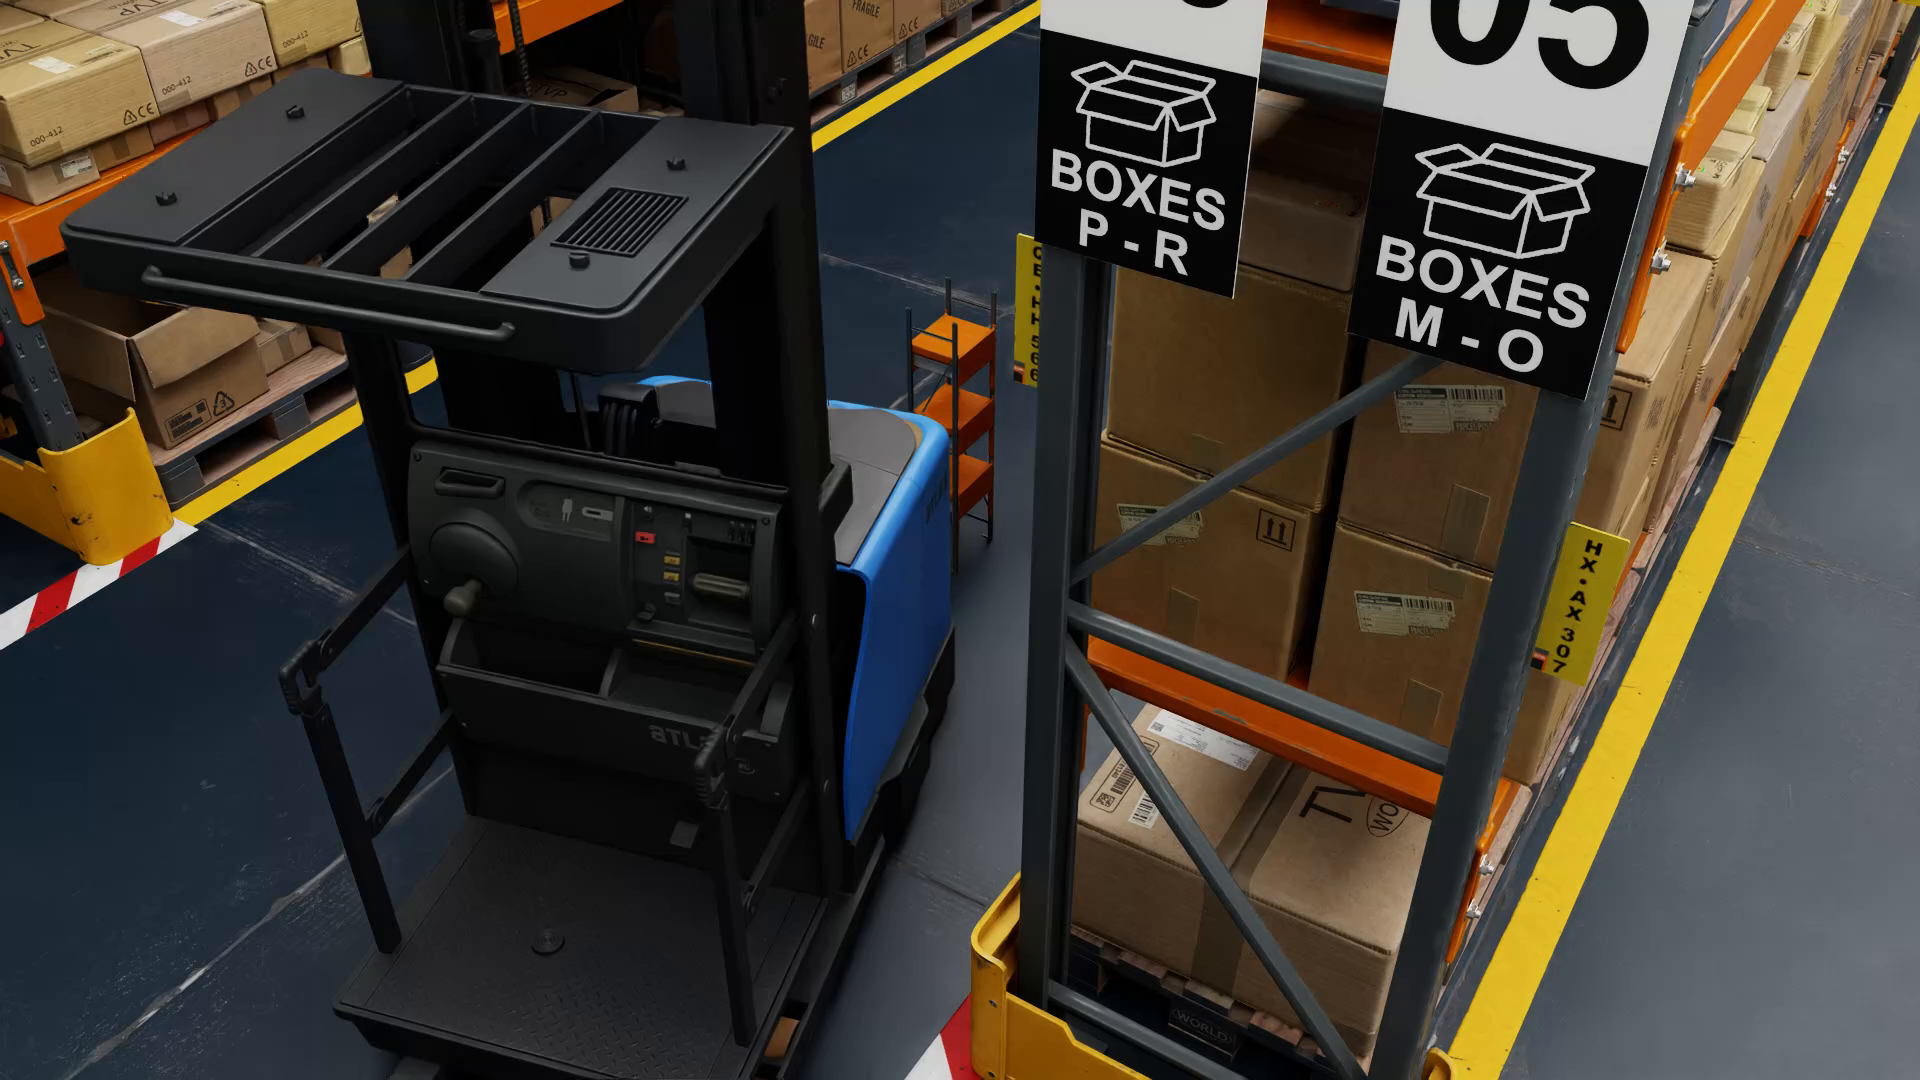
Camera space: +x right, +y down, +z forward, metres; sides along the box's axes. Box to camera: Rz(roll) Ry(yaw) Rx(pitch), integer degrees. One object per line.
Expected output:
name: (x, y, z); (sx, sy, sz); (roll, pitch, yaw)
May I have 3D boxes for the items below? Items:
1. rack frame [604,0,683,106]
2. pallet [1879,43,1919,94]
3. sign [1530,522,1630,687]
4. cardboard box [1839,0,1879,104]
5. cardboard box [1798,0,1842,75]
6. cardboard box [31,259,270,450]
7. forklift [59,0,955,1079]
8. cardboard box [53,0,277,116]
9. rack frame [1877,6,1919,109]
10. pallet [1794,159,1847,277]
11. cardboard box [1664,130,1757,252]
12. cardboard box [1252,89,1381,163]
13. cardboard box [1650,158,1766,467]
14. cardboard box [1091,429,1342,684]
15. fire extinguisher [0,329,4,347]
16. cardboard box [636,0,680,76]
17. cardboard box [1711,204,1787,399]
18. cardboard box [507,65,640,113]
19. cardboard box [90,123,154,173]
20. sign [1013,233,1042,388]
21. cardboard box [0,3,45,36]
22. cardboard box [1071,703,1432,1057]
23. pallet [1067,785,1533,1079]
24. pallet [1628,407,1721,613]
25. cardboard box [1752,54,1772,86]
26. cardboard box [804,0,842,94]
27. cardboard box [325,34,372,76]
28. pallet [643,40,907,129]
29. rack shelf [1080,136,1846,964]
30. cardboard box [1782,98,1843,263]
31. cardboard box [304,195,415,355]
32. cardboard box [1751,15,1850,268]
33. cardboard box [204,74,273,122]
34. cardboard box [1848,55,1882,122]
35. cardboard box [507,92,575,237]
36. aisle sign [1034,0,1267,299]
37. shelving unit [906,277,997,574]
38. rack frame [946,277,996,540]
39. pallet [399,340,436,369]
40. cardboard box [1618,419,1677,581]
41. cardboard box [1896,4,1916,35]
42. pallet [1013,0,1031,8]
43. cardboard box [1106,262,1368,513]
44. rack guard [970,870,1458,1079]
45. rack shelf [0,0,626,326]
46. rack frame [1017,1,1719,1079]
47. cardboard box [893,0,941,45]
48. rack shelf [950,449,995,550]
rack frame: (-1.449, -3.380, 8.177); (1.000, 3.000, 0.127); (21, 42, 25)
pallet: (5.307, -3.118, 10.122); (1.003, 0.211, 1.213); (21, 42, 25)
sign: (1.067, 0.115, 2.870); (0.100, 0.325, 0.005); (21, 42, 25)
cardboard box: (2.446, -1.601, 4.969); (0.500, 0.500, 0.500); (21, 42, 24)
cardboard box: (1.892, -1.266, 4.004); (0.380, 0.149, 0.250); (20, 42, 24)
cardboard box: (-3.184, -0.779, 6.505); (0.797, 0.503, 0.637); (19, 42, 23)
forklift: (-0.923, 0.103, 3.716); (1.130, 2.935, 3.031); (10, 39, 13)
cardboard box: (-2.851, -1.782, 5.983); (0.500, 0.250, 0.500); (22, 43, 26)
rack frame: (4.887, -3.820, 8.748); (1.000, 3.000, 0.127); (21, 42, 25)
pallet: (3.747, -1.707, 8.292); (1.003, 0.211, 1.213); (21, 42, 25)
cardboard box: (1.342, -0.736, 3.315); (0.380, 0.149, 0.250); (23, 43, 26)
cardboard box: (0.740, -0.777, 3.370); (0.380, 0.149, 0.250); (22, 43, 26)
cardboard box: (1.370, -0.554, 3.611); (0.500, 0.500, 0.500); (20, 42, 24)
cardboard box: (0.636, -0.071, 3.803); (0.500, 0.500, 0.500); (21, 42, 25)
fire extinguisher: (-3.280, -0.912, 5.345); (0.296, 0.674, 0.183); (21, 42, 25)
cardboard box: (-1.436, -2.906, 9.266); (0.500, 0.500, 0.500); (21, 42, 25)
cardboard box: (1.890, -0.679, 4.592); (0.500, 0.500, 0.500); (23, 43, 27)
cardboard box: (-2.002, -2.218, 8.528); (0.500, 0.311, 0.500); (23, 43, 27)
cardboard box: (-3.087, -1.444, 5.872); (0.380, 0.149, 0.250); (22, 43, 26)
sign: (0.151, -0.433, 3.212); (0.100, 0.325, 0.005); (21, 42, 25)
cardboard box: (-3.570, -1.700, 5.877); (0.500, 0.250, 0.500); (22, 43, 26)
cardboard box: (0.870, 0.780, 4.536); (0.875, 0.438, 0.875); (20, 42, 24)
pallet: (0.964, 0.971, 4.818); (1.003, 0.211, 1.213); (21, 42, 25)
pallet: (2.271, -0.287, 6.449); (1.003, 0.211, 1.213); (21, 42, 25)
cardboard box: (1.564, -1.030, 3.697); (0.380, 0.149, 0.250); (22, 43, 26)
cardboard box: (-1.000, -2.732, 9.040); (0.500, 0.500, 0.500); (23, 43, 27)
cardboard box: (-2.452, -1.946, 6.523); (0.380, 0.149, 0.250); (20, 42, 24)
pallet: (-1.045, -2.707, 9.588); (1.003, 0.211, 1.213); (21, 42, 25)
rack shelf: (1.673, -0.442, 4.956); (1.077, 0.370, 4.000); (21, 42, 25)
cardboard box: (2.441, -1.208, 5.278); (0.500, 0.500, 0.500); (20, 42, 24)
cardboard box: (-2.693, -1.206, 7.061); (0.700, 0.500, 0.500); (23, 43, 27)
cardboard box: (1.906, -1.080, 4.293); (0.500, 0.500, 0.500); (21, 42, 25)
cardboard box: (-2.788, -1.701, 6.205); (0.380, 0.149, 0.250); (23, 43, 26)
cardboard box: (3.203, -1.839, 6.301); (0.500, 0.250, 0.500); (20, 42, 24)
cardboard box: (-2.137, -1.741, 7.755); (0.700, 0.500, 0.500); (20, 42, 23)
aisle sign: (0.301, -0.790, 2.688); (0.394, 0.787, 0.004); (21, 42, 25)
shelving unit: (-0.029, -0.388, 5.894); (0.215, 1.050, 0.252); (21, 42, 25)
rack frame: (0.037, -0.451, 5.975); (0.200, 1.050, 0.008); (21, 42, 25)
pallet: (-2.470, -1.290, 7.750); (1.003, 0.211, 1.213); (21, 42, 25)
cardboard box: (1.348, -0.159, 3.917); (0.500, 0.500, 0.500); (21, 42, 25)
cardboard box: (3.767, -2.365, 6.984); (0.500, 0.250, 0.500); (21, 42, 25)
pallet: (0.262, -3.965, 11.220); (1.003, 0.211, 1.213); (21, 42, 25)
cardboard box: (0.659, -0.458, 3.486); (0.500, 0.500, 0.500); (23, 43, 27)
rack guard: (0.588, 1.307, 4.146); (1.175, 0.500, 0.348); (21, 42, 25)
rack shelf: (-2.520, -2.064, 7.059); (1.077, 0.370, 4.000); (21, 42, 25)
rack frame: (0.601, 0.304, 3.398); (1.000, 3.000, 0.127); (21, 42, 25)
cardboard box: (-0.452, -3.265, 9.732); (0.500, 0.500, 0.500); (20, 42, 24)
rack shelf: (-0.029, -0.160, 6.070); (0.215, 0.259, 0.240); (21, 42, 25)
